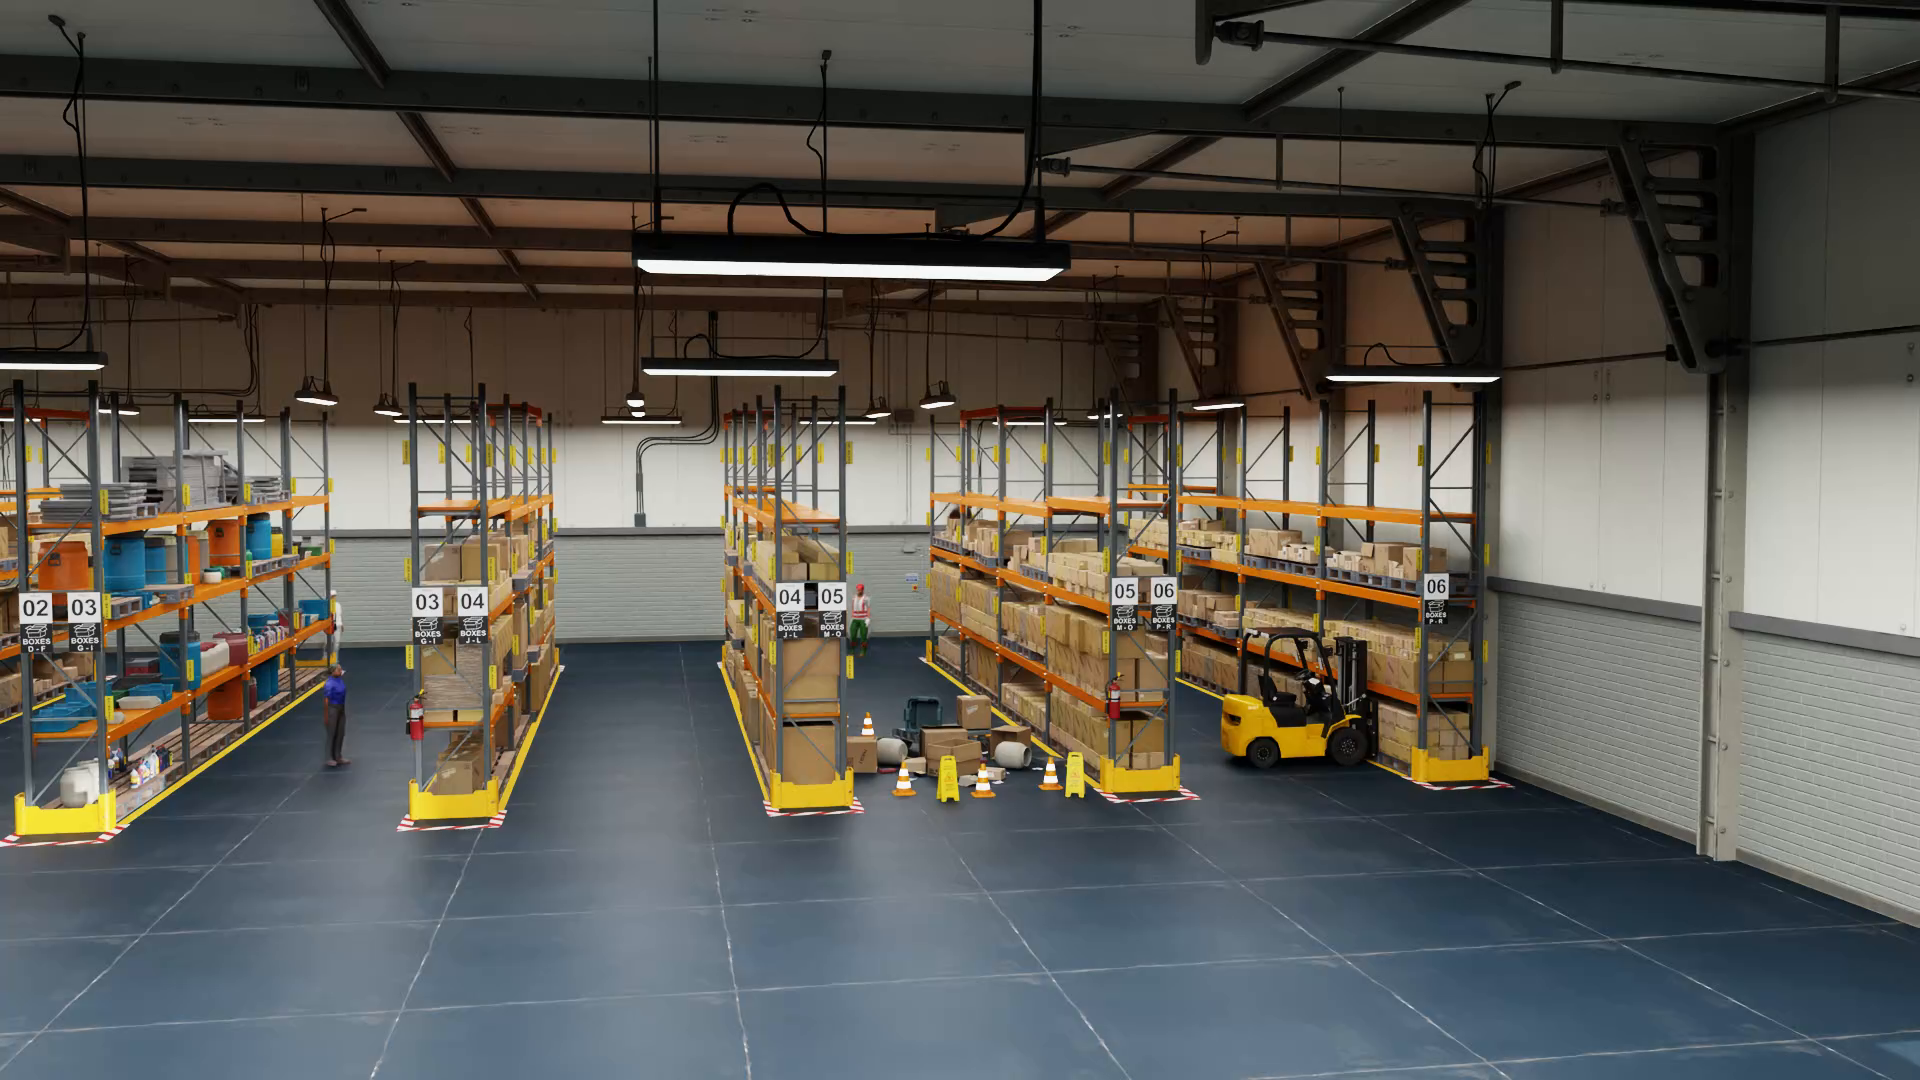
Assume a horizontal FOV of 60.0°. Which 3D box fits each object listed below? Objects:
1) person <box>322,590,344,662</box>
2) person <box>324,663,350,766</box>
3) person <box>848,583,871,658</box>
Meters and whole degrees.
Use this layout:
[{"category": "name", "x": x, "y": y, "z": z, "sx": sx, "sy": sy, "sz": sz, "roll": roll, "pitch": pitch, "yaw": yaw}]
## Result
[{"category": "person", "x": -15.659, "y": -0.507, "z": 19.981, "sx": 28.174, "sy": 9.003, "sz": 30.161, "roll": -3, "pitch": 4, "yaw": -42}, {"category": "person", "x": -10.106, "y": 2.813, "z": 26.920, "sx": 0.325, "sy": 1.667, "sz": 0.565, "roll": 1, "pitch": 3, "yaw": 10}, {"category": "person", "x": -2.436, "y": 1.961, "z": 40.144, "sx": 0.580, "sy": 1.826, "sz": 0.422, "roll": 1, "pitch": 3, "yaw": 24}]
